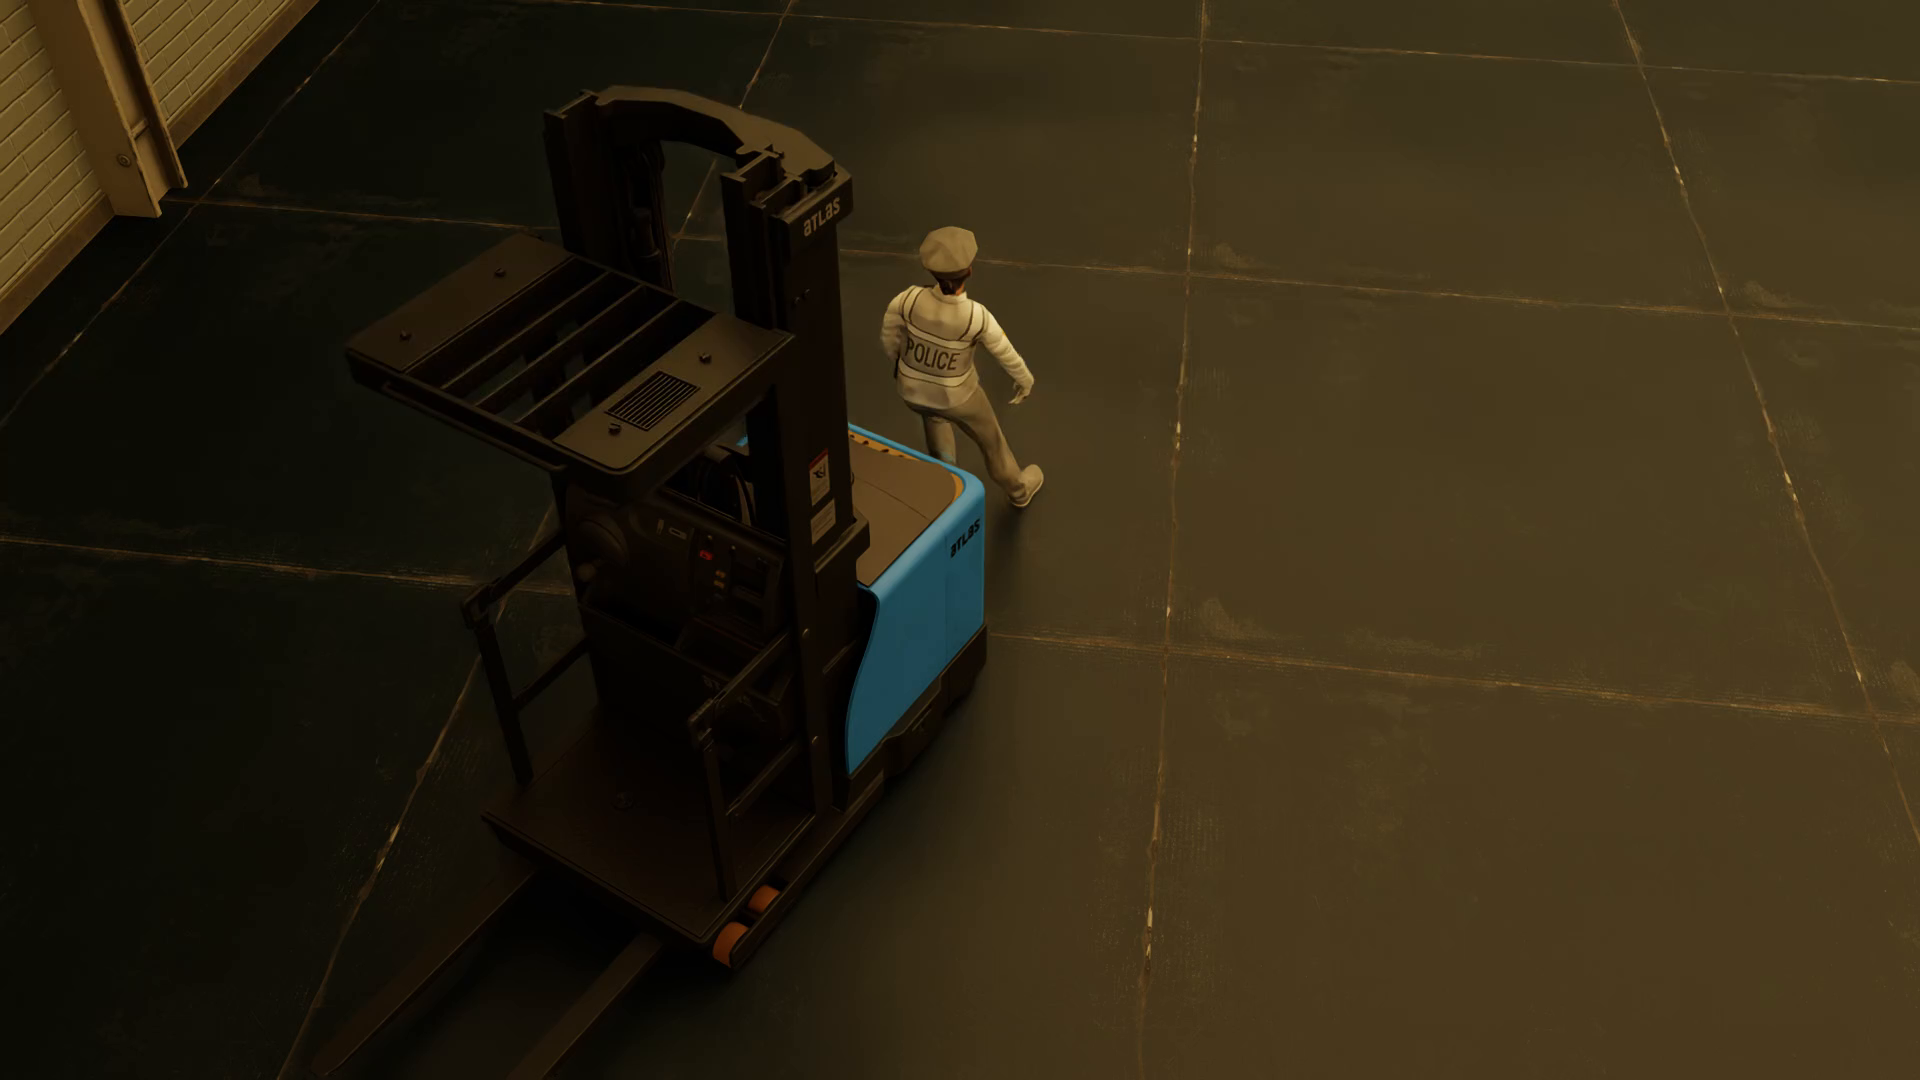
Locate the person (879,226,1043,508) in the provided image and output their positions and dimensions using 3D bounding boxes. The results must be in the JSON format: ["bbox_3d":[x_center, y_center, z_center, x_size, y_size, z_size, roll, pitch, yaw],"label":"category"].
[{"bbox_3d":[0.020,-0.776,7.558,0.660,1.603,0.642,13,44,13],"label":"person"}]

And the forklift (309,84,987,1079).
[{"bbox_3d":[-1.103,0.133,5.580,1.130,2.935,3.031,23,47,23],"label":"forklift"}]
